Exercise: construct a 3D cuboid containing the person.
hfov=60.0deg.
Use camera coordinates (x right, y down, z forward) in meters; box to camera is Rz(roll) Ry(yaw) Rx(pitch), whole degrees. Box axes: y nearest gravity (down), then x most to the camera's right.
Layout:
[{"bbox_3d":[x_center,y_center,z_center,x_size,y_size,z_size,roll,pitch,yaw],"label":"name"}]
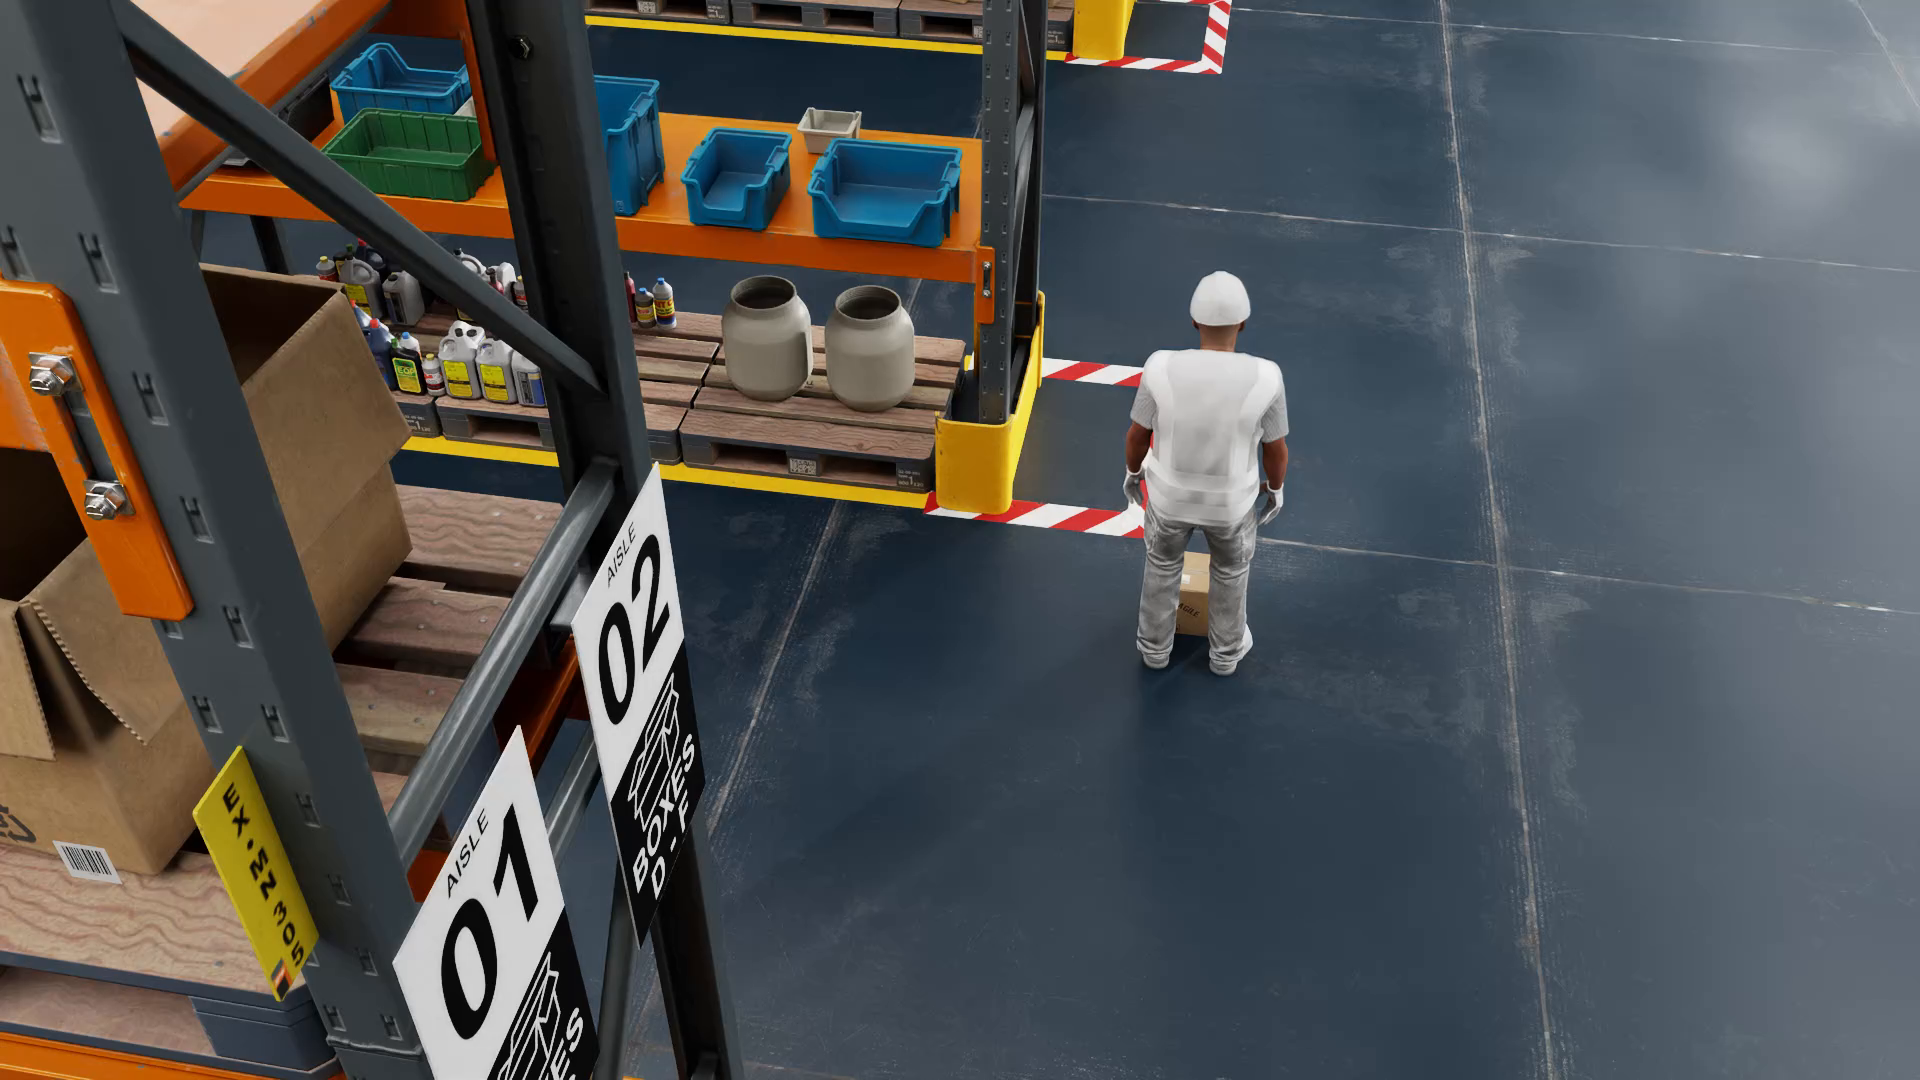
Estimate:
[{"bbox_3d":[0.936,-0.208,6.394,0.617,1.775,0.446,8,41,10],"label":"person"}]
